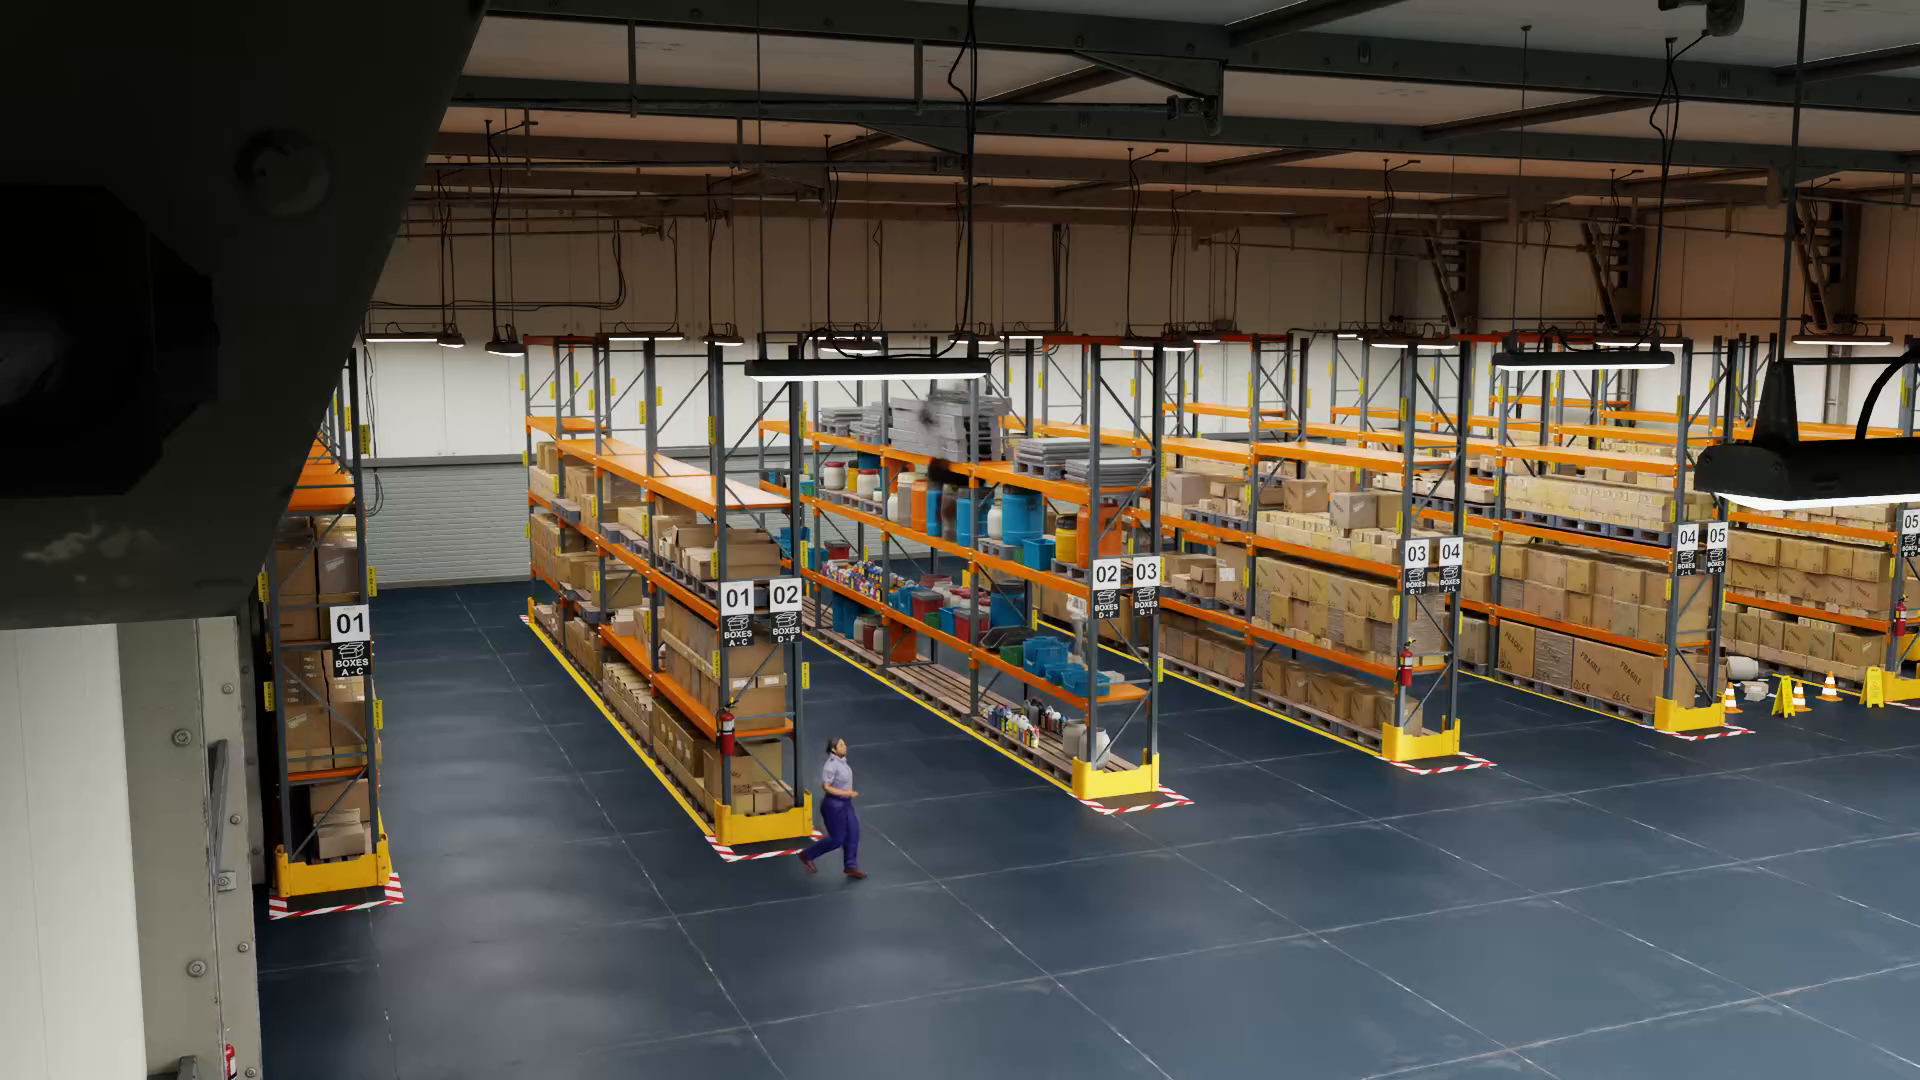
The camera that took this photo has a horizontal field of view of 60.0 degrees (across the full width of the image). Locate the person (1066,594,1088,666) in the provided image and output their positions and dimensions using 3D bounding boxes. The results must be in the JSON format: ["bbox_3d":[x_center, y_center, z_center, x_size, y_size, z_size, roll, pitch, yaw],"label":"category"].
[{"bbox_3d":[2.151,1.388,28.861,0.589,1.674,0.528,-4,8,-26],"label":"person"}]

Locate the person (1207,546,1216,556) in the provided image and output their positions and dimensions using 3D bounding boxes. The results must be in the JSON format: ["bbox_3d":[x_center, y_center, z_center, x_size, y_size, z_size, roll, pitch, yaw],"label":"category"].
[{"bbox_3d":[6.442,-0.118,42.190,0.924,1.692,0.549,-4,9,-29],"label":"person"}]

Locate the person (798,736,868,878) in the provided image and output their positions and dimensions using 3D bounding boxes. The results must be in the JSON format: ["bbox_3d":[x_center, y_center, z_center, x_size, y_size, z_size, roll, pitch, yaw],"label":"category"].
[{"bbox_3d":[-1.438,3.034,18.847,0.787,1.658,0.624,1,8,6],"label":"person"}]
